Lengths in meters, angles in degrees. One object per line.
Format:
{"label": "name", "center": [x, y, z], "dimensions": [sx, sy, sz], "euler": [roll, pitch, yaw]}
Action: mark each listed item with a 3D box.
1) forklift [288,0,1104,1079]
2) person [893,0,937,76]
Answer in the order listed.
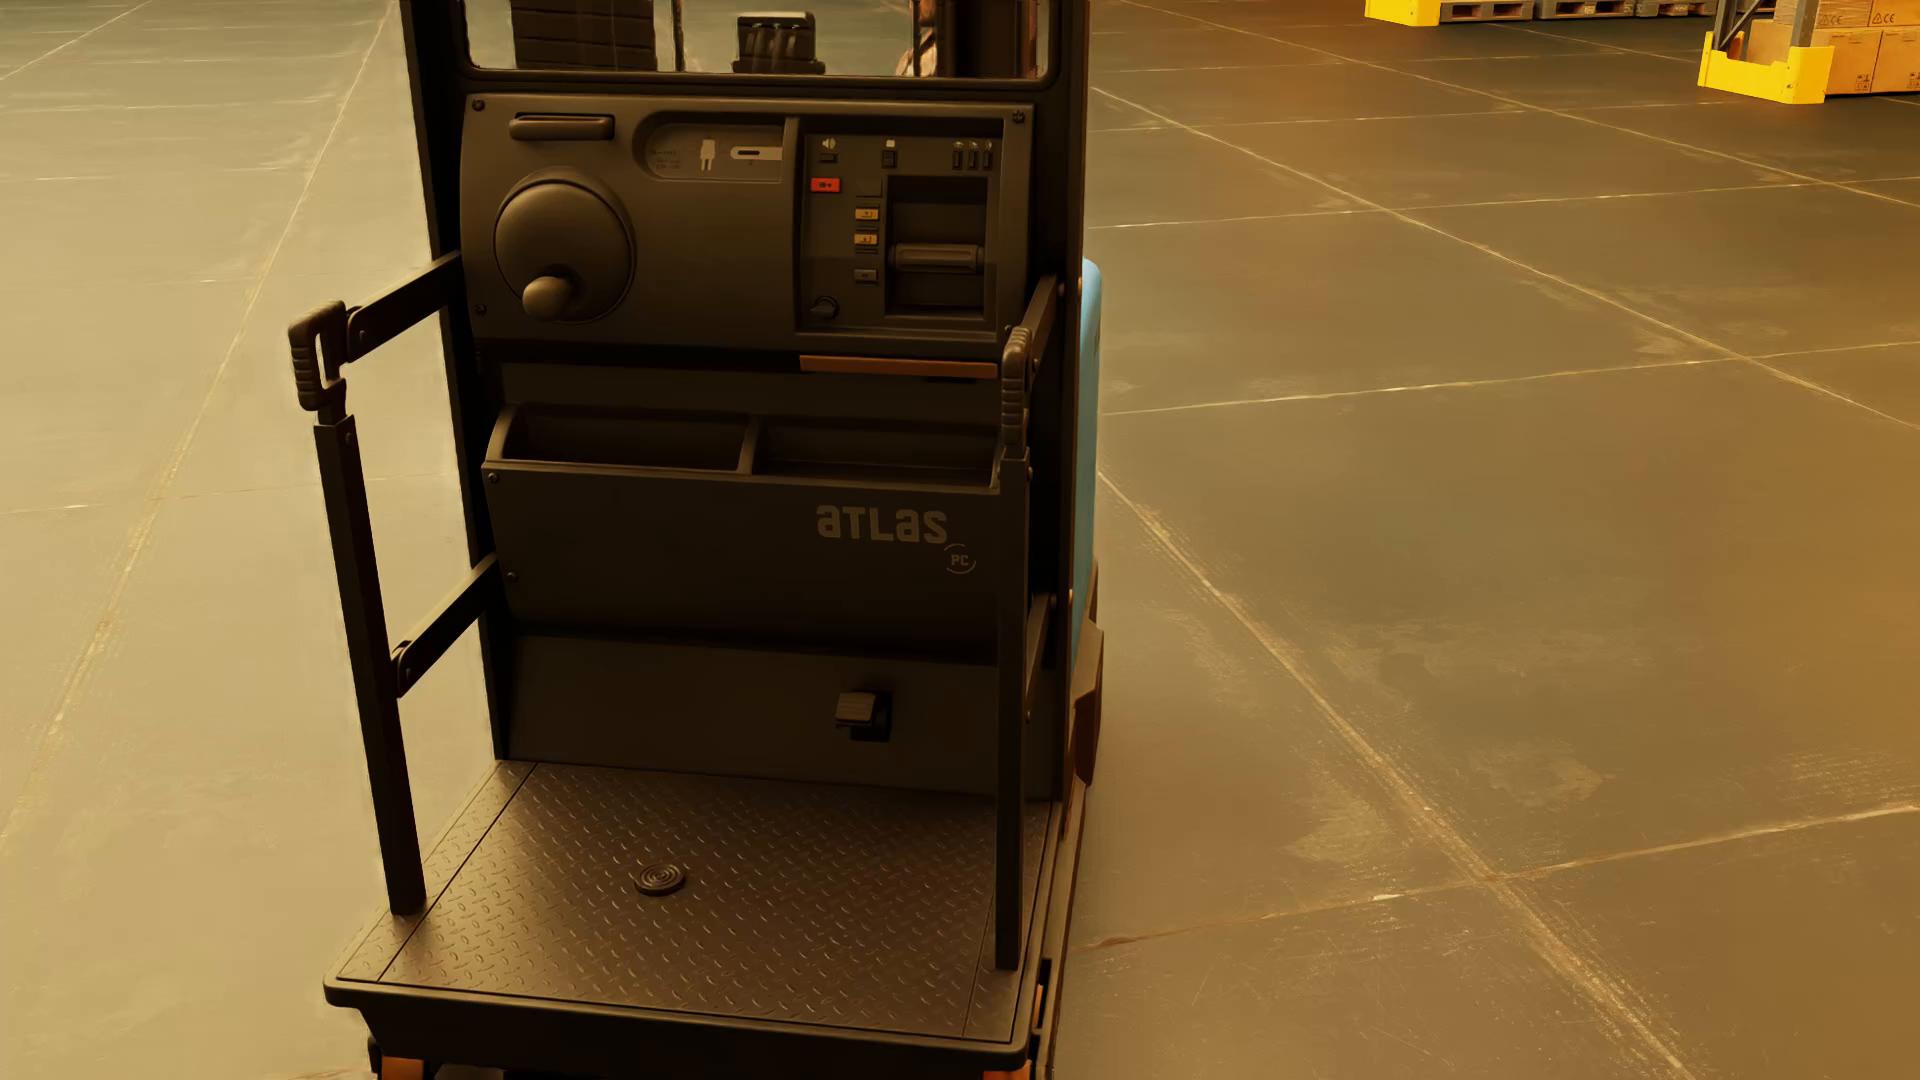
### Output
{"label": "forklift", "center": [-0.377, -0.493, 2.469], "dimensions": [1.130, 2.935, 3.031], "euler": [3, 23, 8]}
{"label": "person", "center": [-0.112, -0.773, 4.646], "dimensions": [0.517, 1.754, 0.735], "euler": [-8, 24, -18]}
